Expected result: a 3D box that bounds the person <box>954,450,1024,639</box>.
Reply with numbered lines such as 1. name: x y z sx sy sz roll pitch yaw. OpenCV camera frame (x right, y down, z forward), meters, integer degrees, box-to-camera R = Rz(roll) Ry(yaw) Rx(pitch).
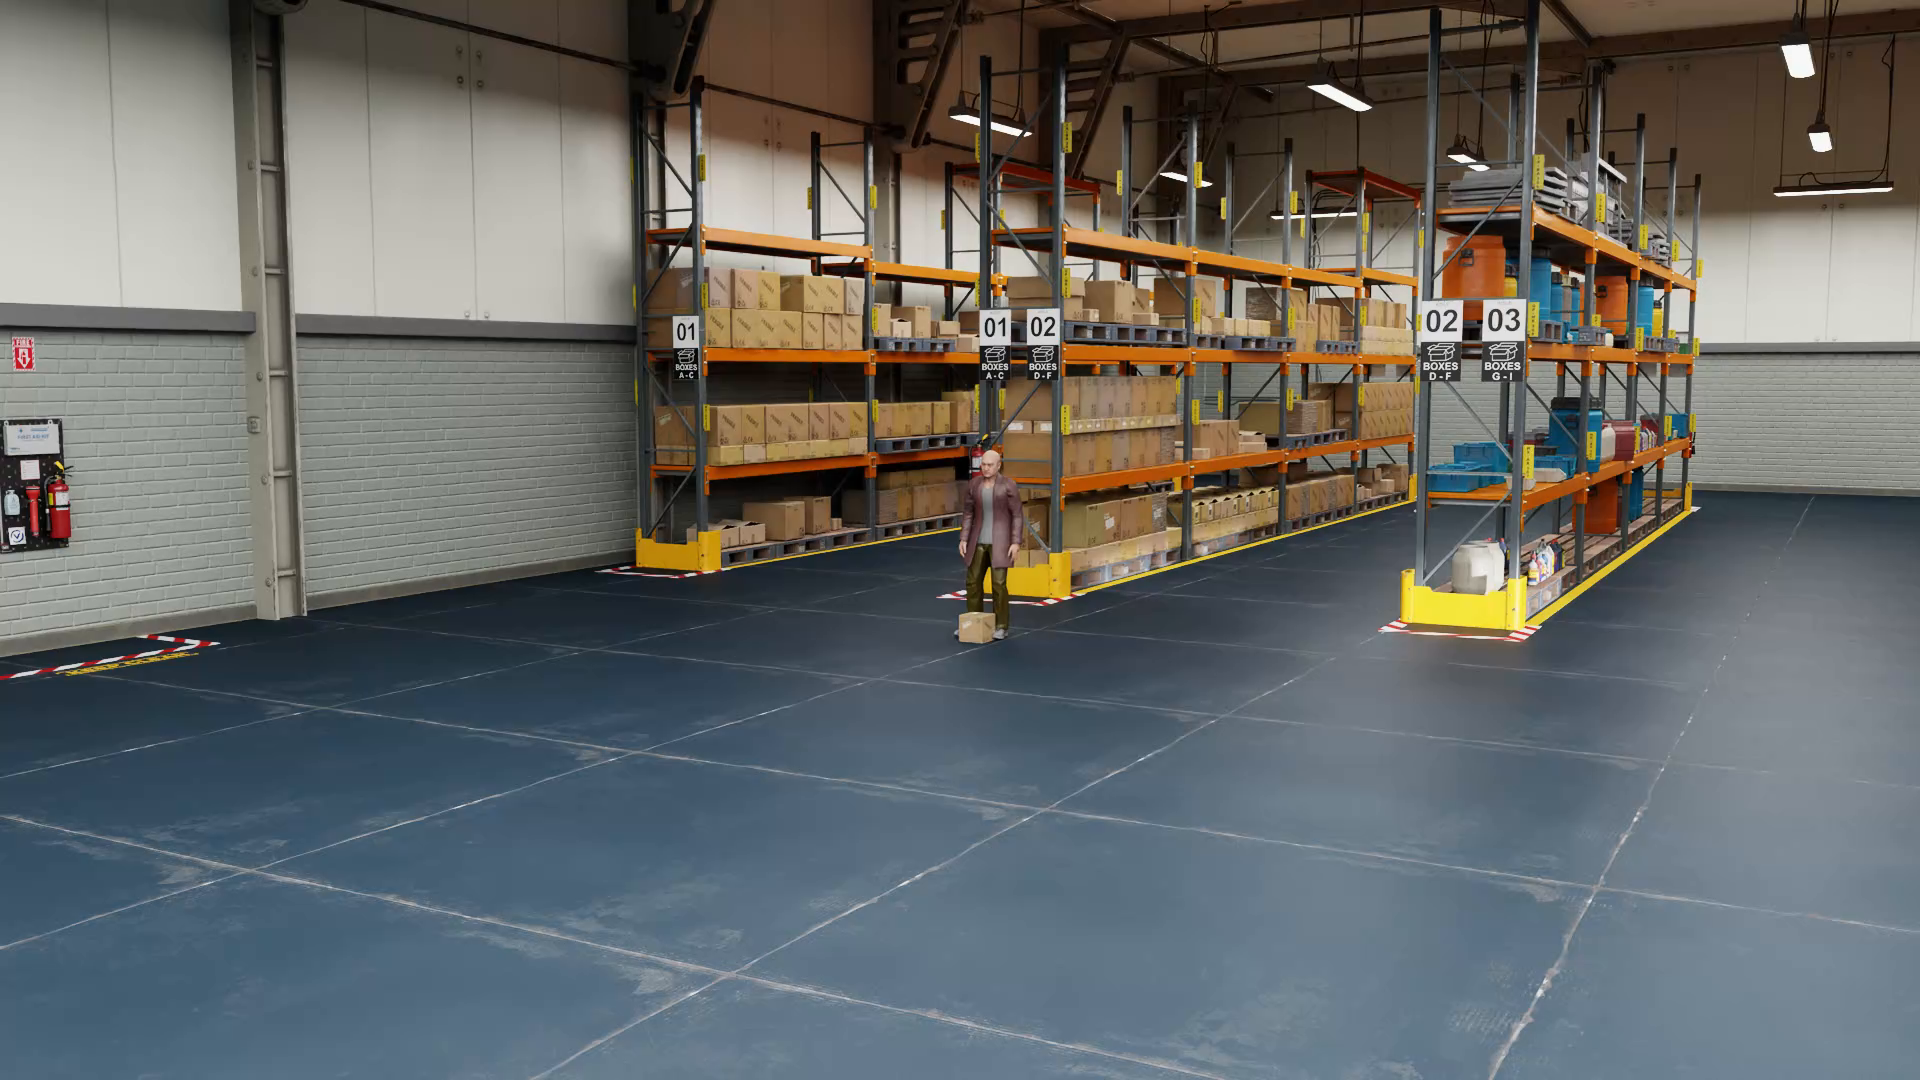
1. person: 0.288 0.137 15.695 0.652 1.576 0.425 3 6 25
